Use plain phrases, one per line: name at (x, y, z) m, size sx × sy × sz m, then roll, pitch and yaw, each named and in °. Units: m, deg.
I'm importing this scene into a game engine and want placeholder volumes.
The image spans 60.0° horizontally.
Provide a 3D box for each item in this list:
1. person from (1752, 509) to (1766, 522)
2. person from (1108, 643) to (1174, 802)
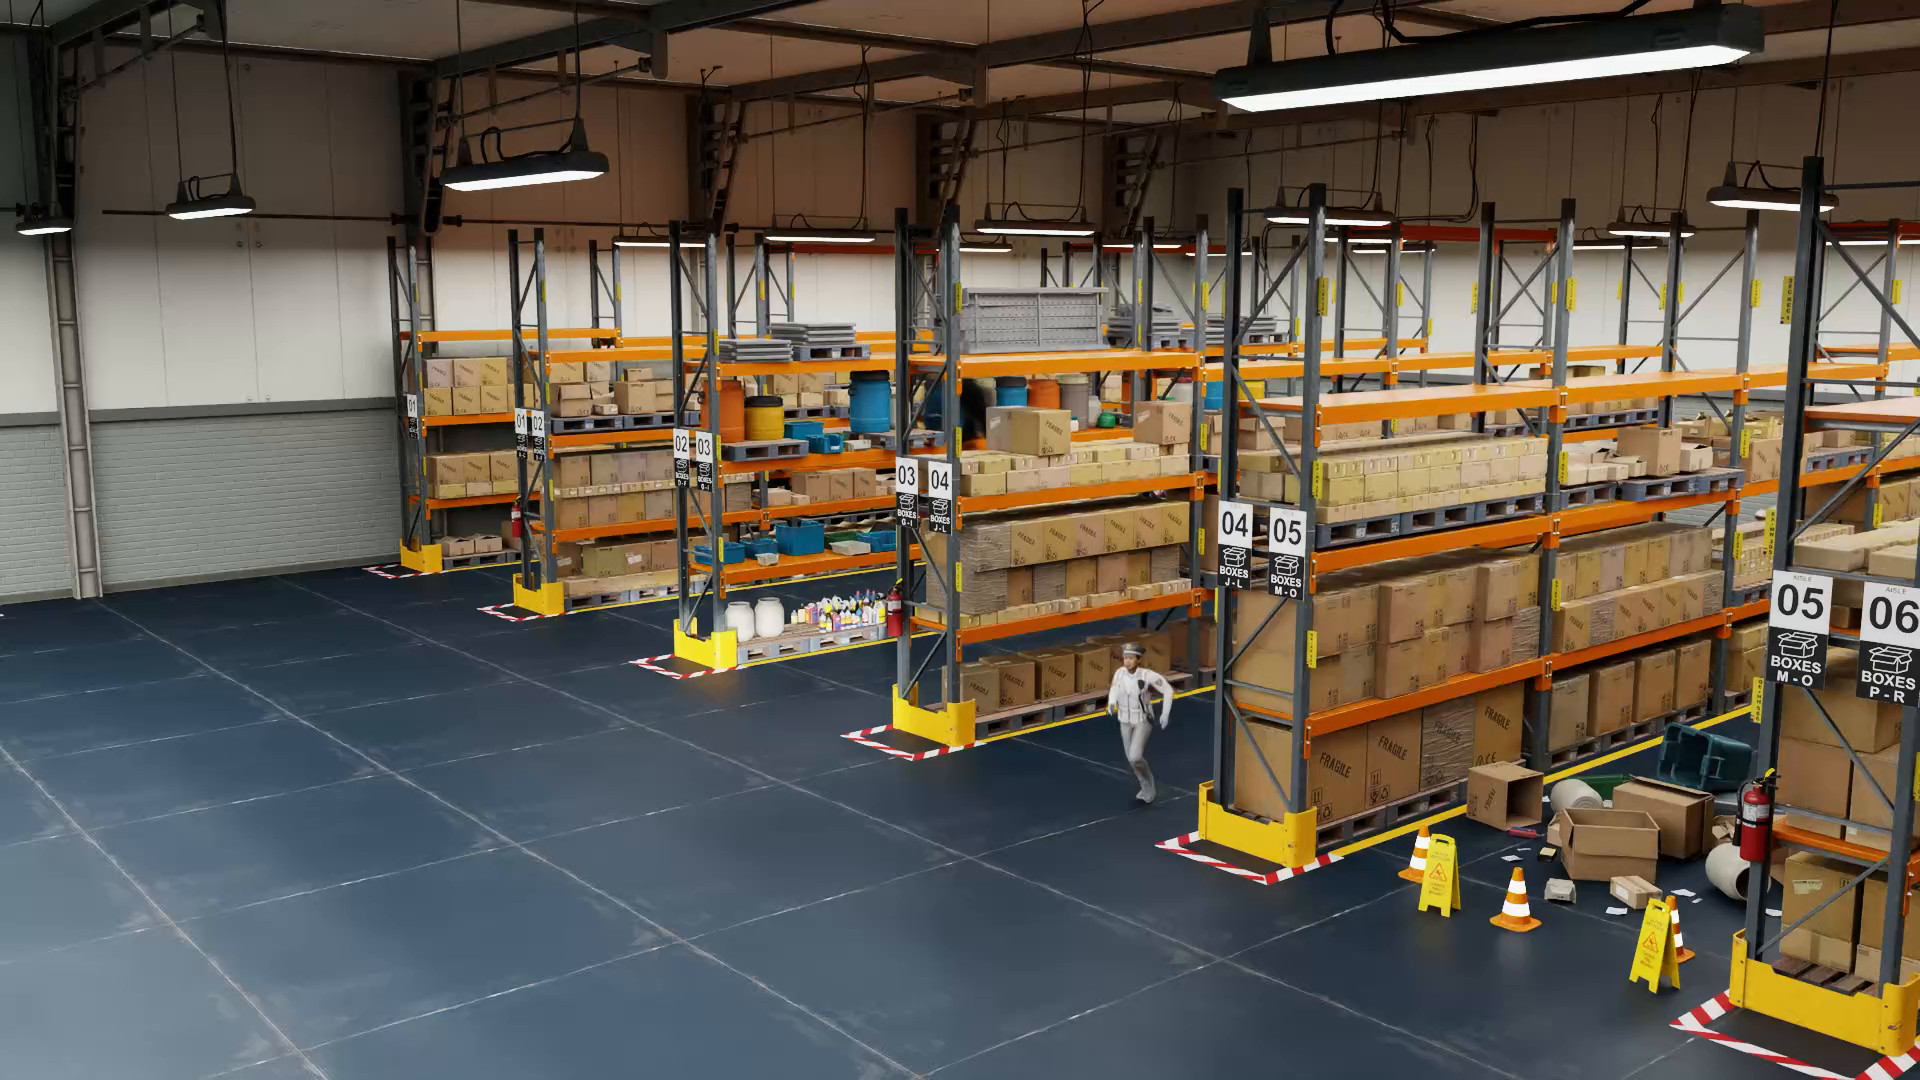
person at (12.338, 0.387, 25.590) m, size 0.730 × 1.715 × 0.734 m, roll -5°, pitch 10°, yaw -29°
person at (1.752, 1.817, 16.555) m, size 0.628 × 1.640 × 0.680 m, roll 6°, pitch 11°, yaw 36°
